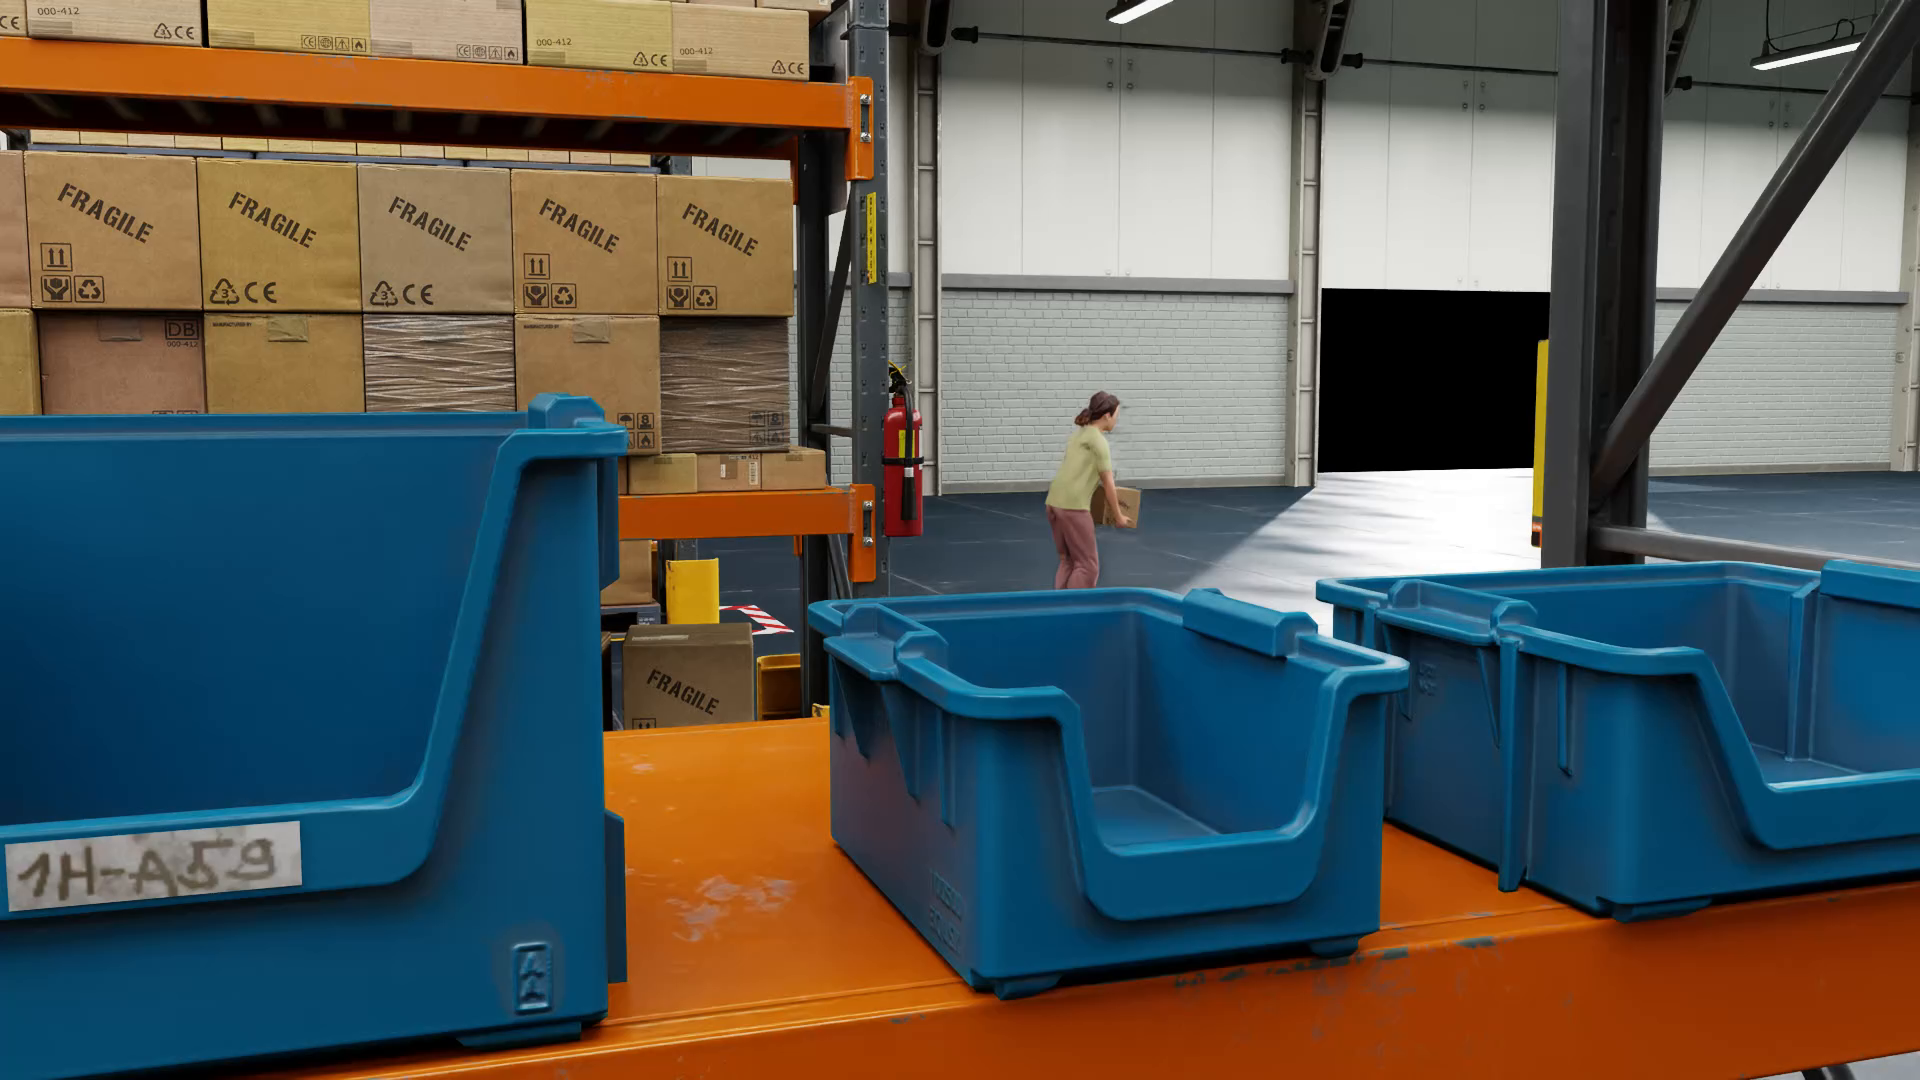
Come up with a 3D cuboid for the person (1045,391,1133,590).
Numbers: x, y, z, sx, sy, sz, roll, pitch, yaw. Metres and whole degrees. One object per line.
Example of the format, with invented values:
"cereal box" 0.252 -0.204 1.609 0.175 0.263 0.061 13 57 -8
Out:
"person" 0.833 -0.163 10.914 0.539 1.623 0.404 -2 6 -20
